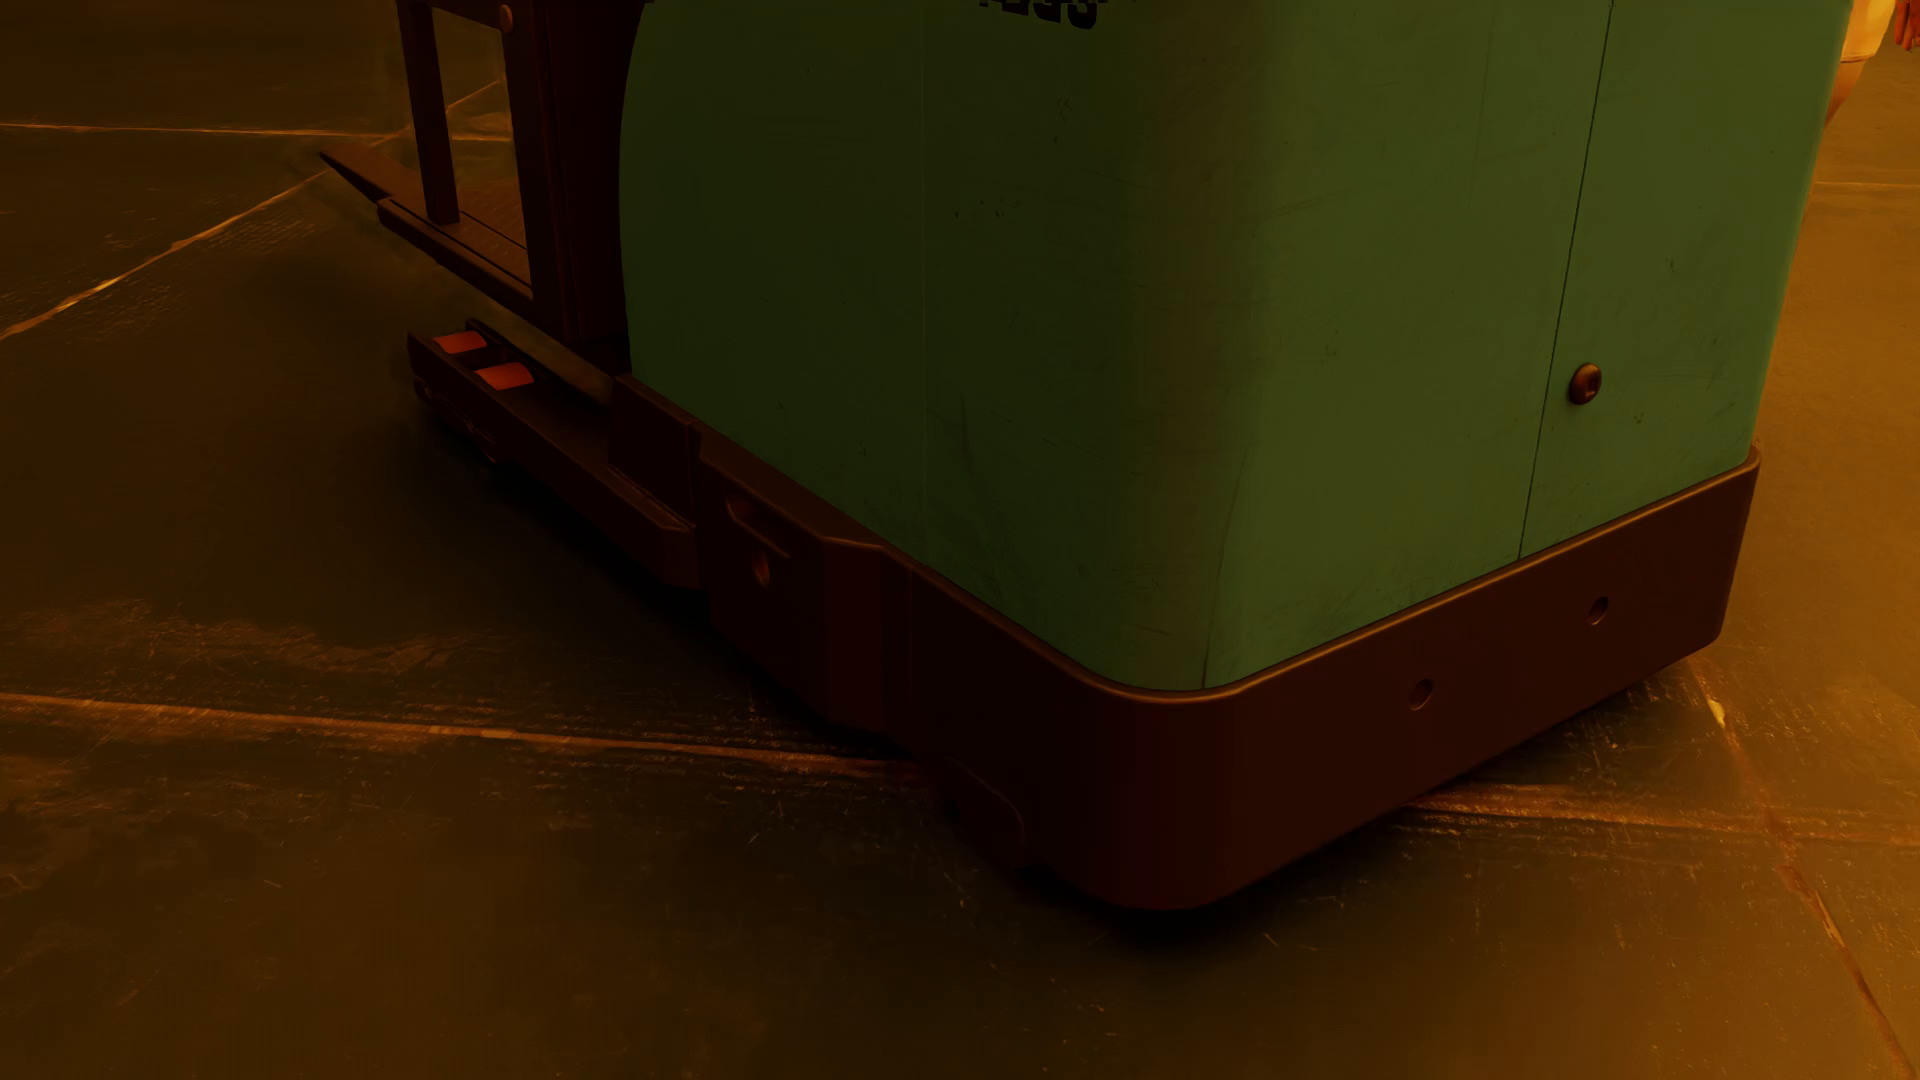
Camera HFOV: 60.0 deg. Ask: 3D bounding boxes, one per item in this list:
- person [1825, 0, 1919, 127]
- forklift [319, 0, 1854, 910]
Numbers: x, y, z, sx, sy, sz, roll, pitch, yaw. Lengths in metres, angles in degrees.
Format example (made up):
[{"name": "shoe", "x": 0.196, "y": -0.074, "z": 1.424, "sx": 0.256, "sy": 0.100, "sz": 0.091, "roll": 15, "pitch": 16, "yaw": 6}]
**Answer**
[{"name": "person", "x": 1.108, "y": -0.994, "z": 2.812, "sx": 0.979, "sy": 1.514, "sz": 1.141, "roll": 2, "pitch": 27, "yaw": 3}, {"name": "forklift", "x": -0.297, "y": -1.551, "z": 2.326, "sx": 1.130, "sy": 2.935, "sz": 3.031, "roll": -18, "pitch": 32, "yaw": -32}]
